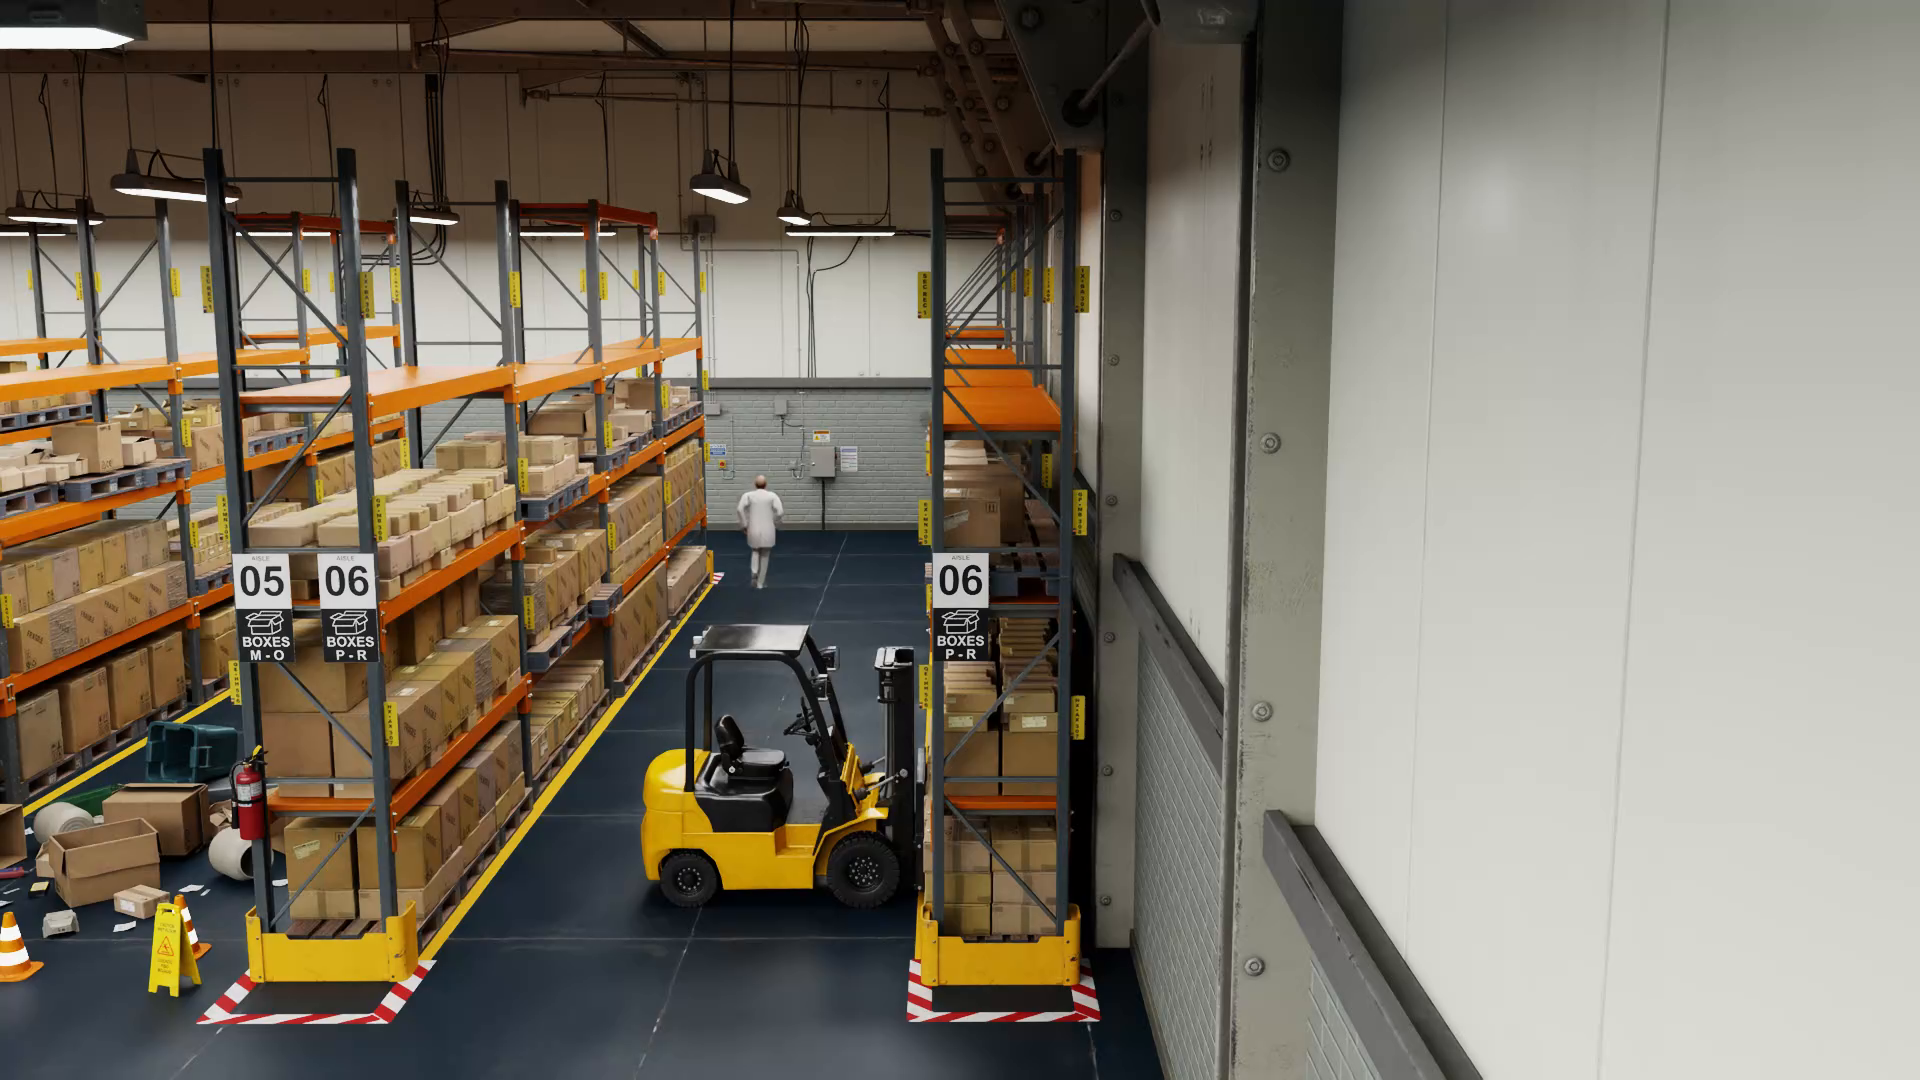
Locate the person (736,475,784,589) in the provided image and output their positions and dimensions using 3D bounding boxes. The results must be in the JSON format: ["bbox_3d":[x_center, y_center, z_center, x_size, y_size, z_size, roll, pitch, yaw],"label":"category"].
[{"bbox_3d":[-3.099,-0.128,26.008,0.716,1.787,0.602,0,9,1],"label":"person"}]

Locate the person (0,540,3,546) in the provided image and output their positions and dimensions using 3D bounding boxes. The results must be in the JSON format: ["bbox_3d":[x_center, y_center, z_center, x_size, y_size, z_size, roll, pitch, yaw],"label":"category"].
[{"bbox_3d":[-12.824,0.773,22.132,0.671,1.801,0.728,-1,9,-9],"label":"person"}]
